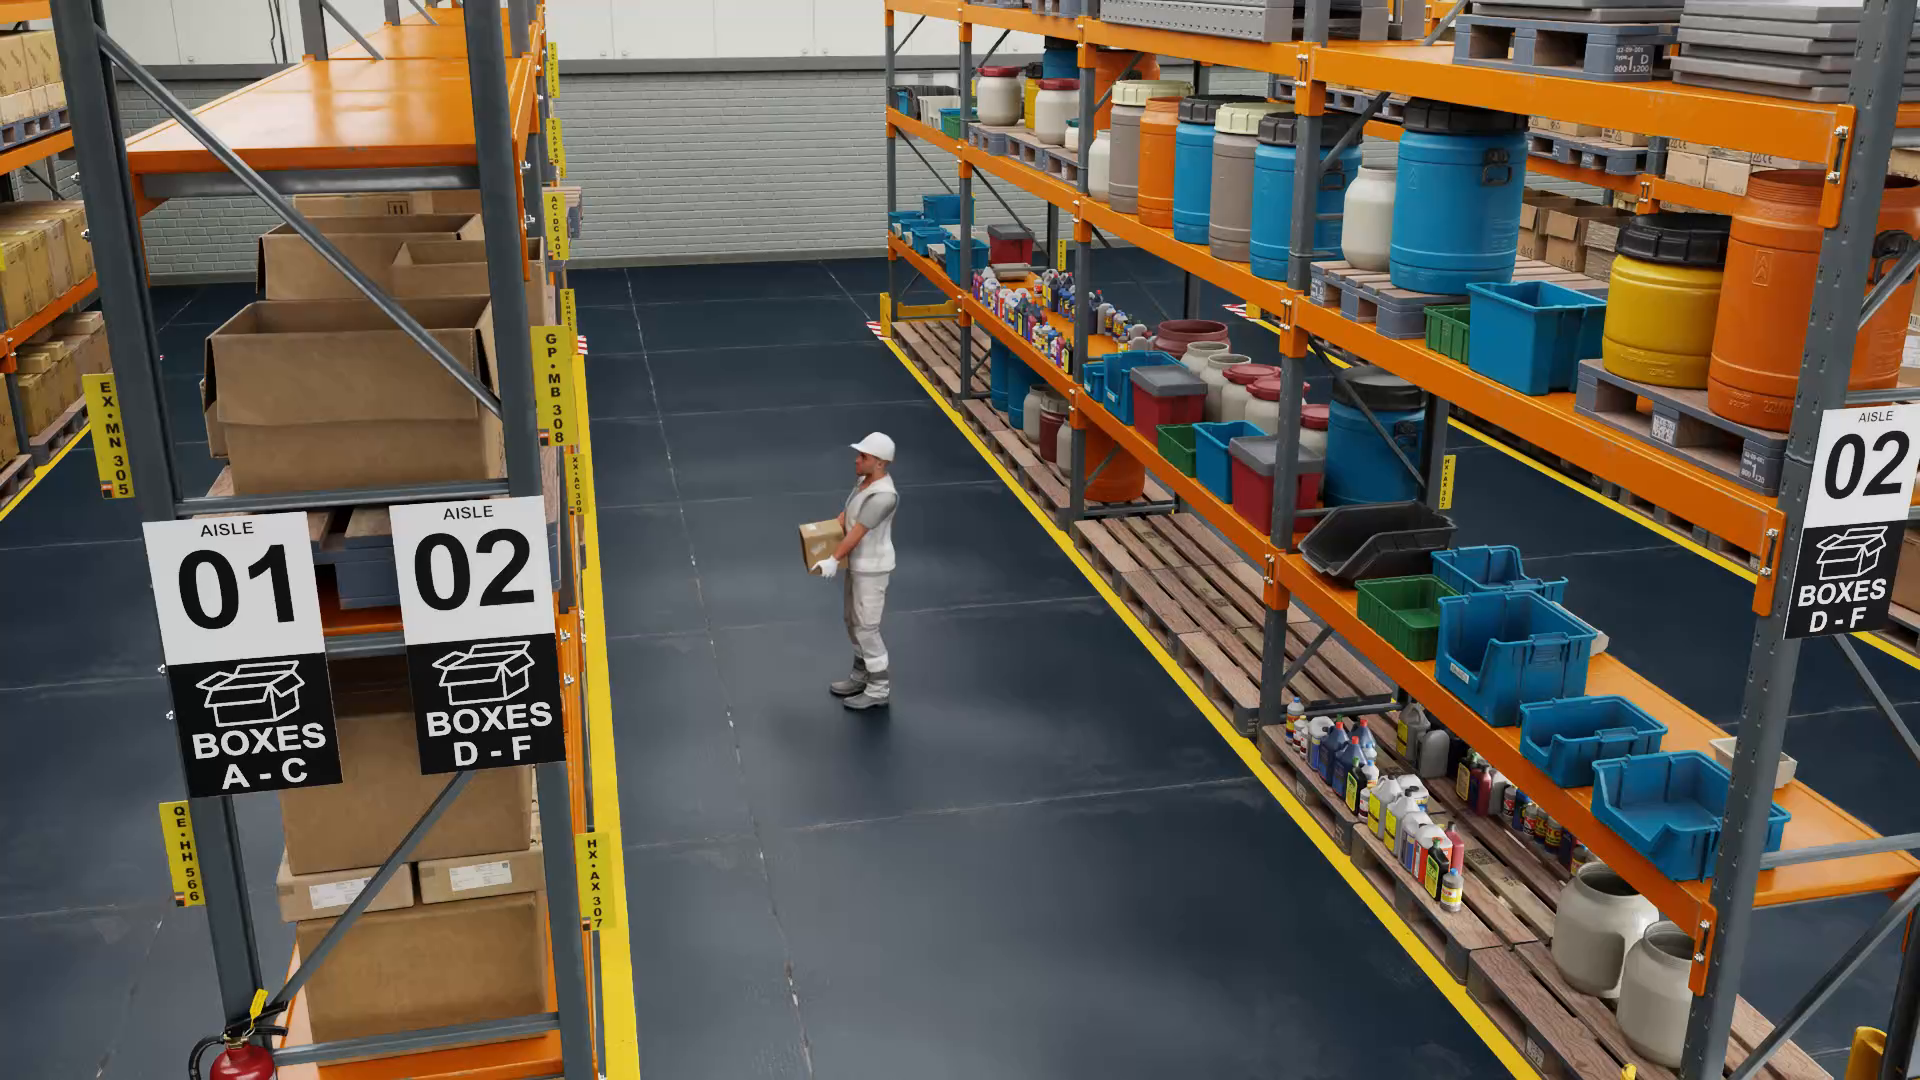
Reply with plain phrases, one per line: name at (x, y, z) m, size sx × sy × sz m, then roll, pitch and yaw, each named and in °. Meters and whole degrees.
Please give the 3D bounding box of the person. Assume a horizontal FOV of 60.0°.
person at (-0.676, 0.193, 10.496) m, size 0.560 × 1.782 × 0.493 m, roll -4°, pitch 20°, yaw -12°
